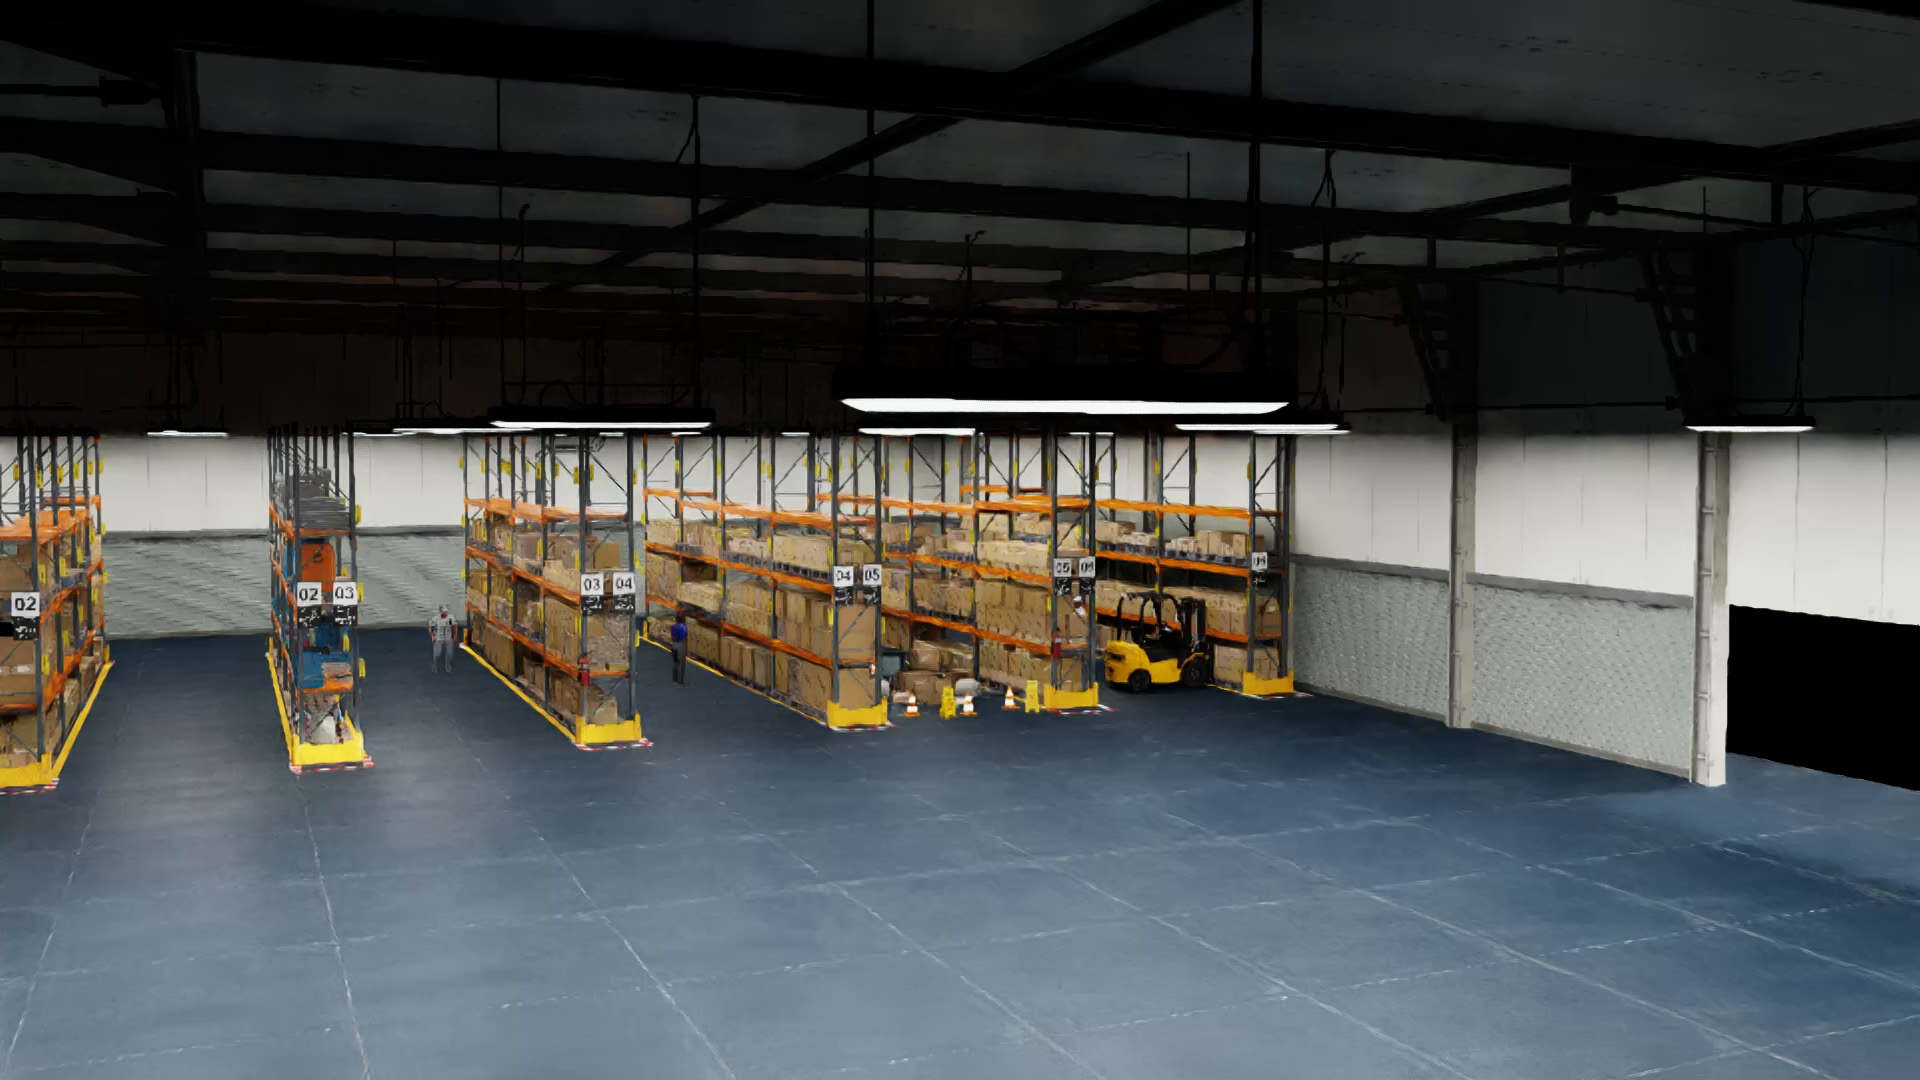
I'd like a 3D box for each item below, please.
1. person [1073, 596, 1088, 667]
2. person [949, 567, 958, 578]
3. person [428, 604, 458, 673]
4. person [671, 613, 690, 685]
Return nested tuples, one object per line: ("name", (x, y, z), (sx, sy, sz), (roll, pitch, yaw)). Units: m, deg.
("person", (2.925, 2.285, 41.617), (0.574, 1.764, 0.669), (0, 3, 3))
("person", (-0.116, 1.620, 52.988), (0.659, 1.759, 0.540), (3, 5, 40))
("person", (-12.579, 2.399, 40.476), (0.682, 1.715, 0.542), (-2, 4, -26))
("person", (-6.494, 2.521, 38.647), (0.507, 1.666, 0.414), (2, 4, 35))
